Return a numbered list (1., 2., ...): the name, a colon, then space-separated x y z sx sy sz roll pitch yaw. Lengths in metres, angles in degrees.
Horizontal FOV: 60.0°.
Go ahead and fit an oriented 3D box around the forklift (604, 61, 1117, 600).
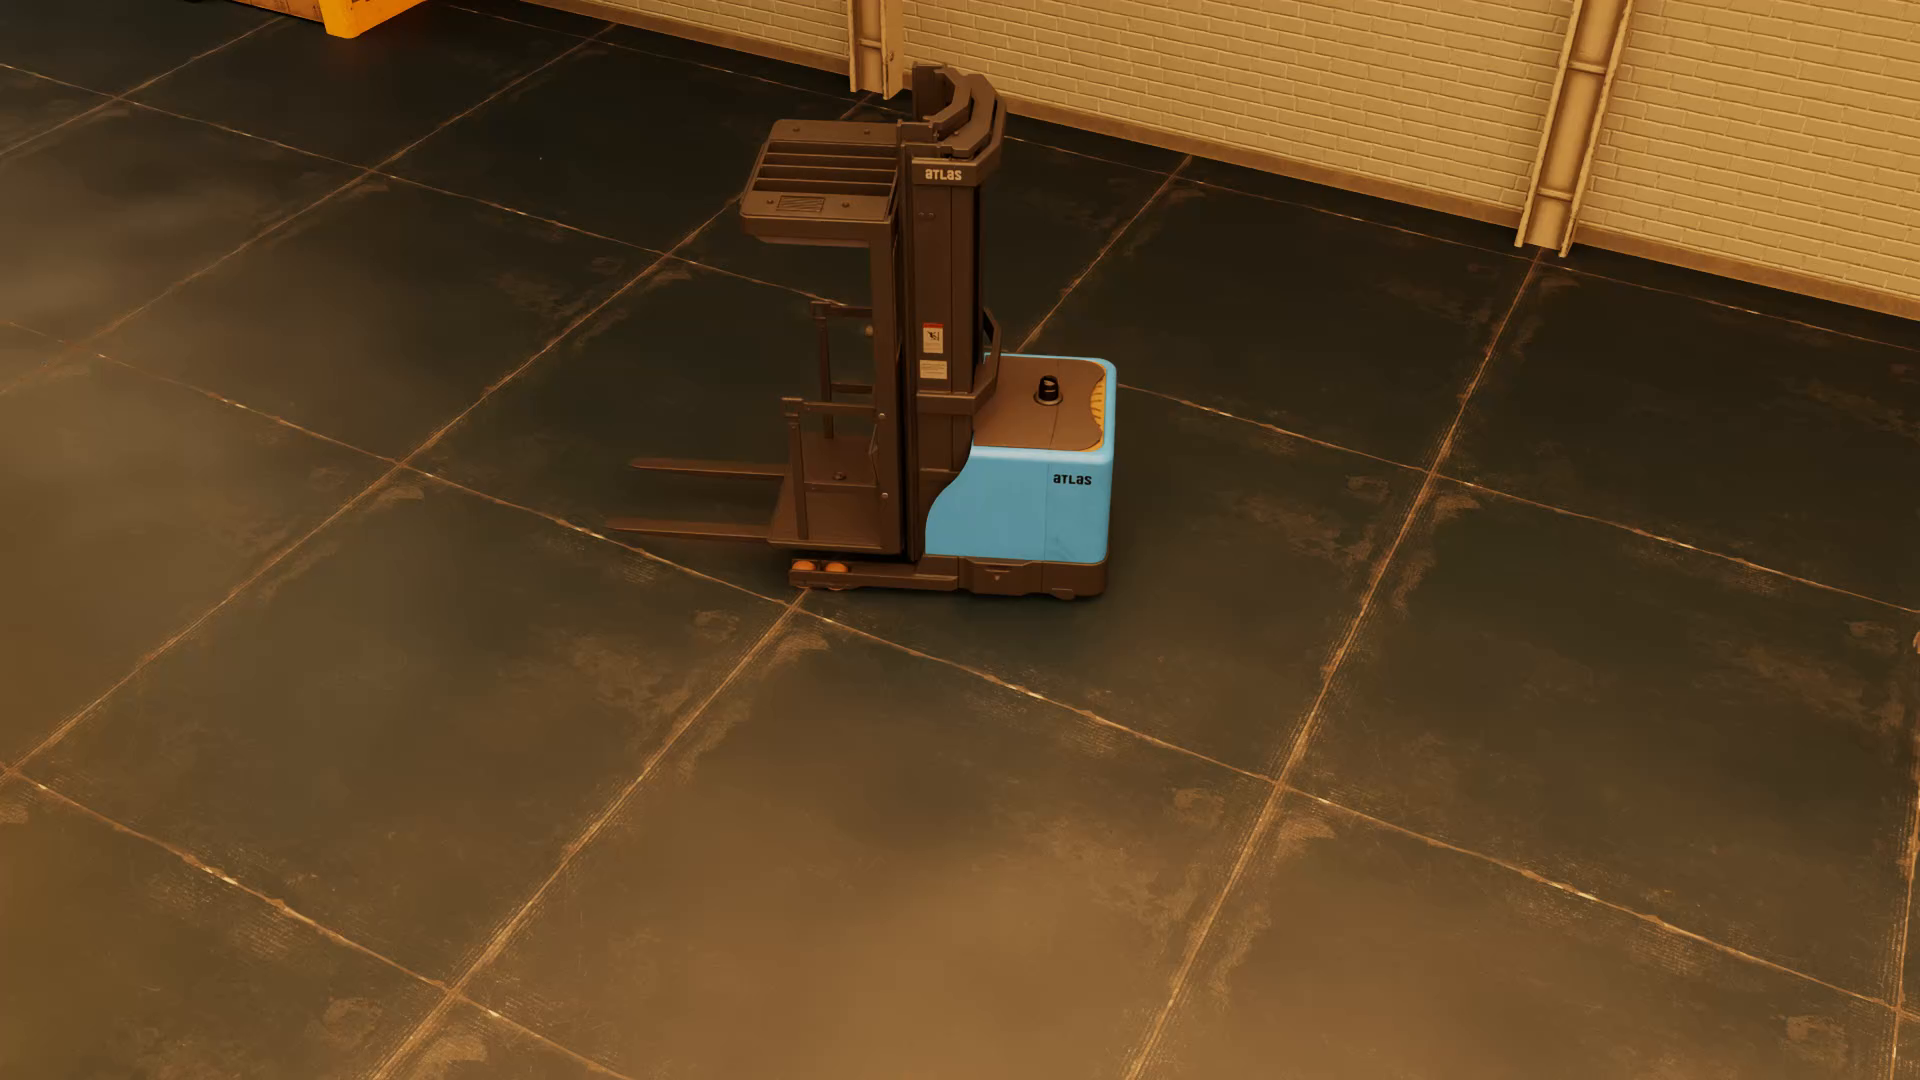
1. forklift: -0.606 -1.157 9.360 3.031 2.935 1.130 3 40 4
